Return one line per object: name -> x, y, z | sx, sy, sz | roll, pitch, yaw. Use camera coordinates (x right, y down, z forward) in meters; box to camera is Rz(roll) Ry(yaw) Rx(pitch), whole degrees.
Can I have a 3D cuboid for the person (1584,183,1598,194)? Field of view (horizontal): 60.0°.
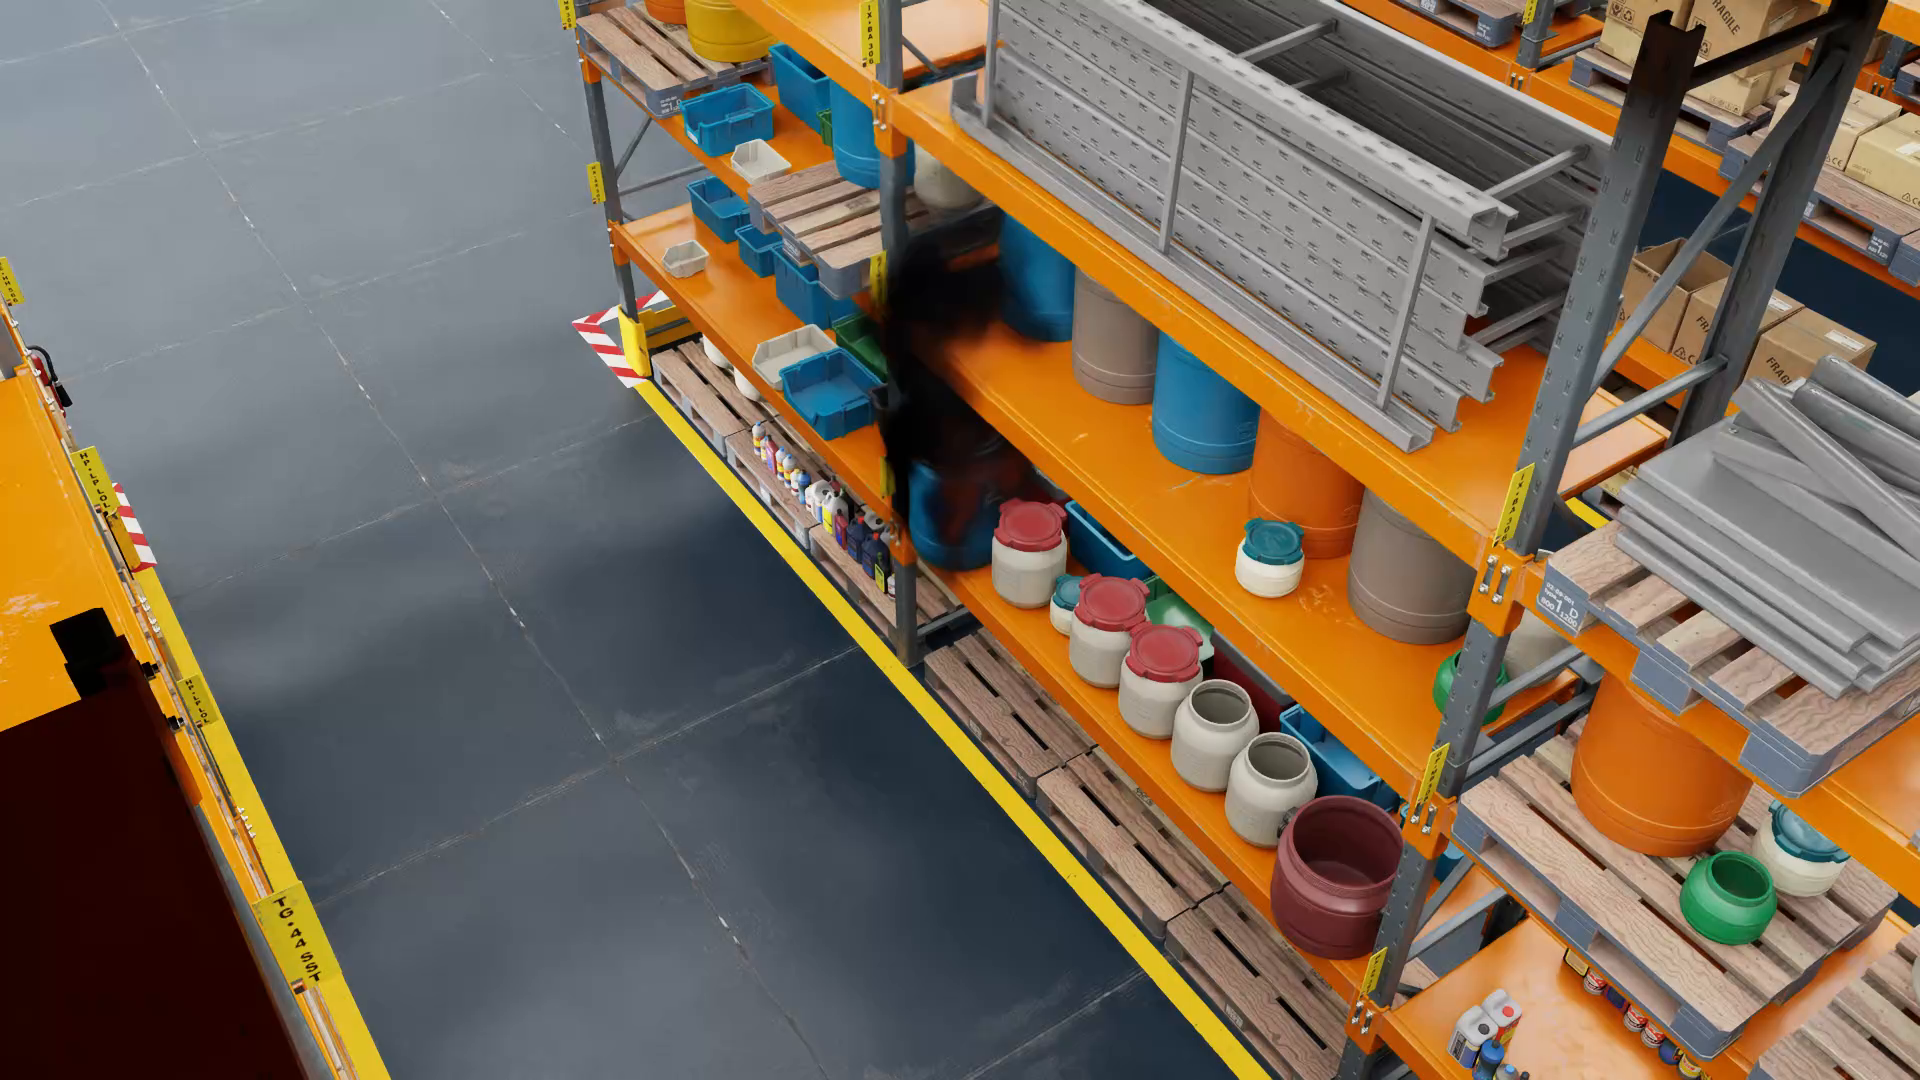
person -> 5.220, -2.878, 13.532 | 0.703, 1.739, 1.007 | -31, 51, -29
